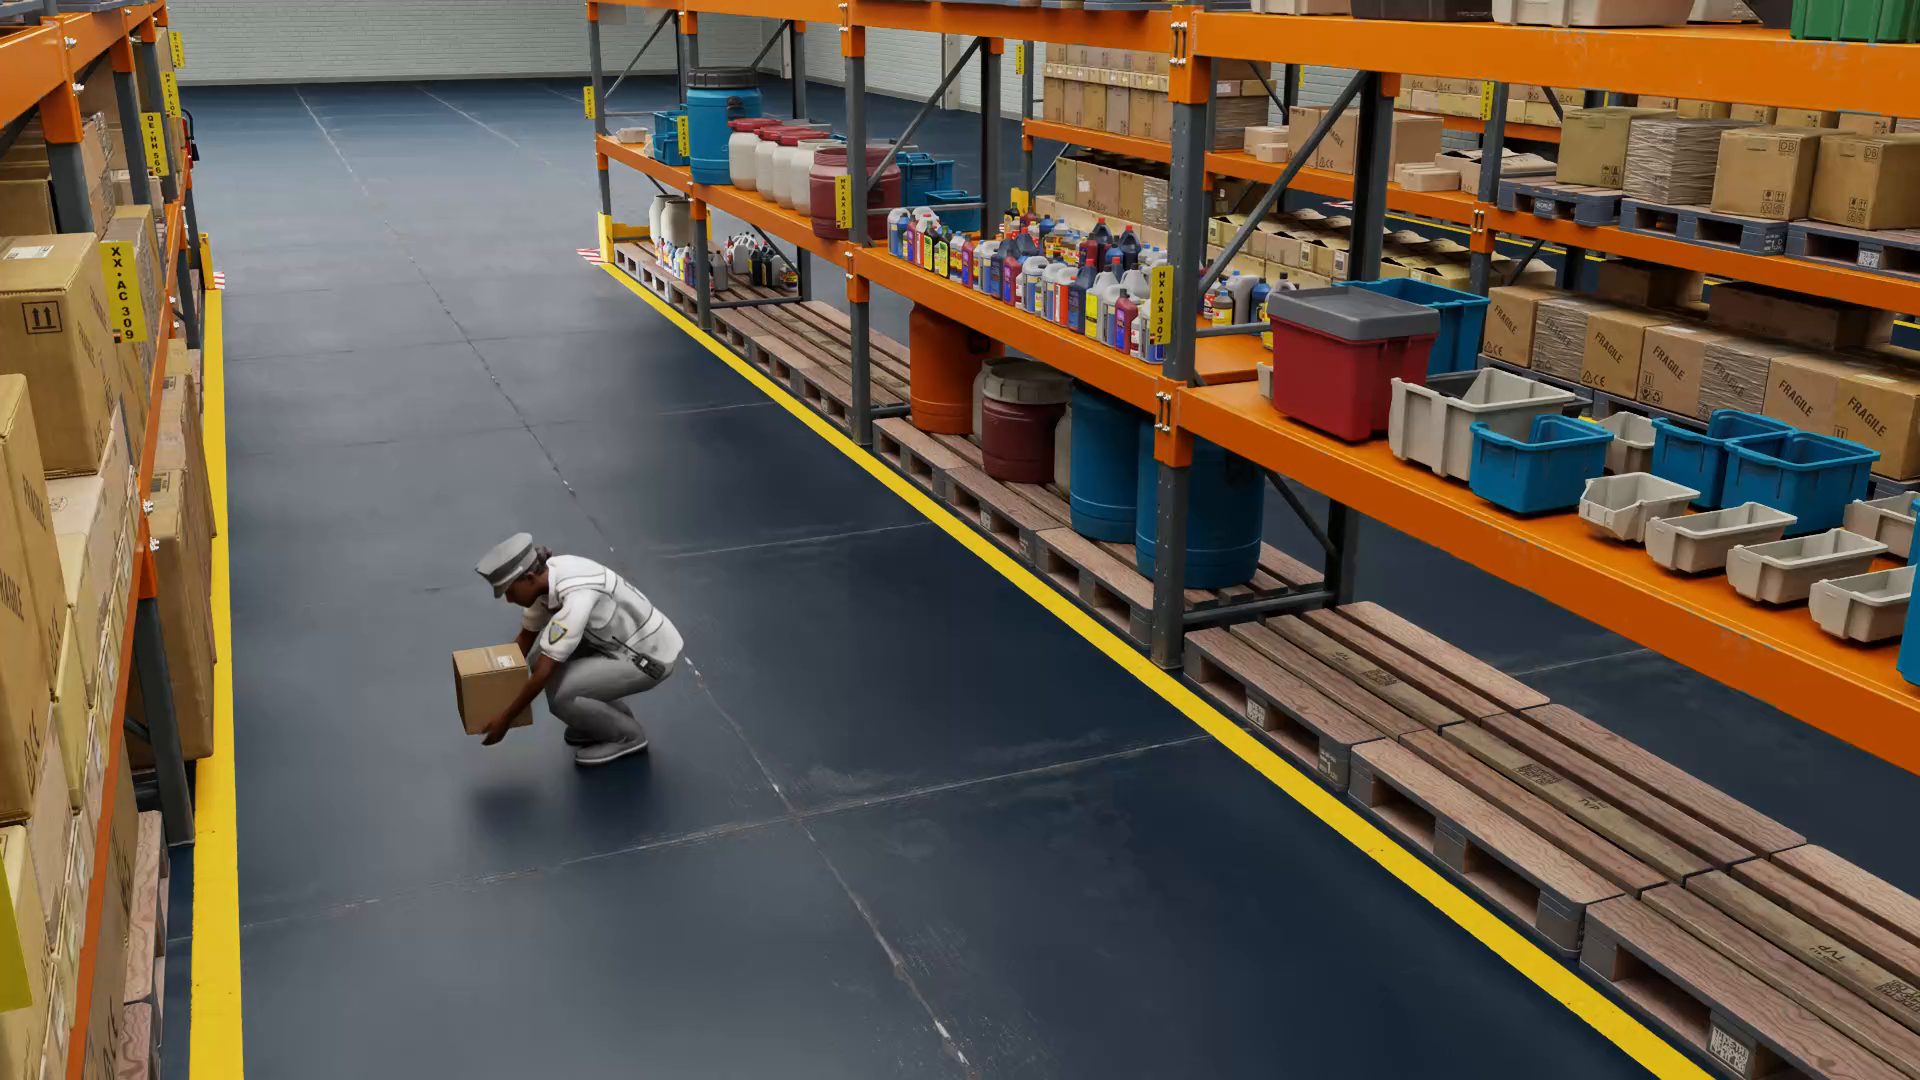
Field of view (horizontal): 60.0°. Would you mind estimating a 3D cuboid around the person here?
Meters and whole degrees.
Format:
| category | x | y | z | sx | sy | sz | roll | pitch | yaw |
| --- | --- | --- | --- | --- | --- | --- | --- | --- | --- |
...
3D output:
| category | x | y | z | sx | sy | sz | roll | pitch | yaw |
| --- | --- | --- | --- | --- | --- | --- | --- | --- | --- |
| person | -1.507 | 0.396 | 6.526 | 0.823 | 0.957 | 0.509 | -8 | 21 | -22 |
